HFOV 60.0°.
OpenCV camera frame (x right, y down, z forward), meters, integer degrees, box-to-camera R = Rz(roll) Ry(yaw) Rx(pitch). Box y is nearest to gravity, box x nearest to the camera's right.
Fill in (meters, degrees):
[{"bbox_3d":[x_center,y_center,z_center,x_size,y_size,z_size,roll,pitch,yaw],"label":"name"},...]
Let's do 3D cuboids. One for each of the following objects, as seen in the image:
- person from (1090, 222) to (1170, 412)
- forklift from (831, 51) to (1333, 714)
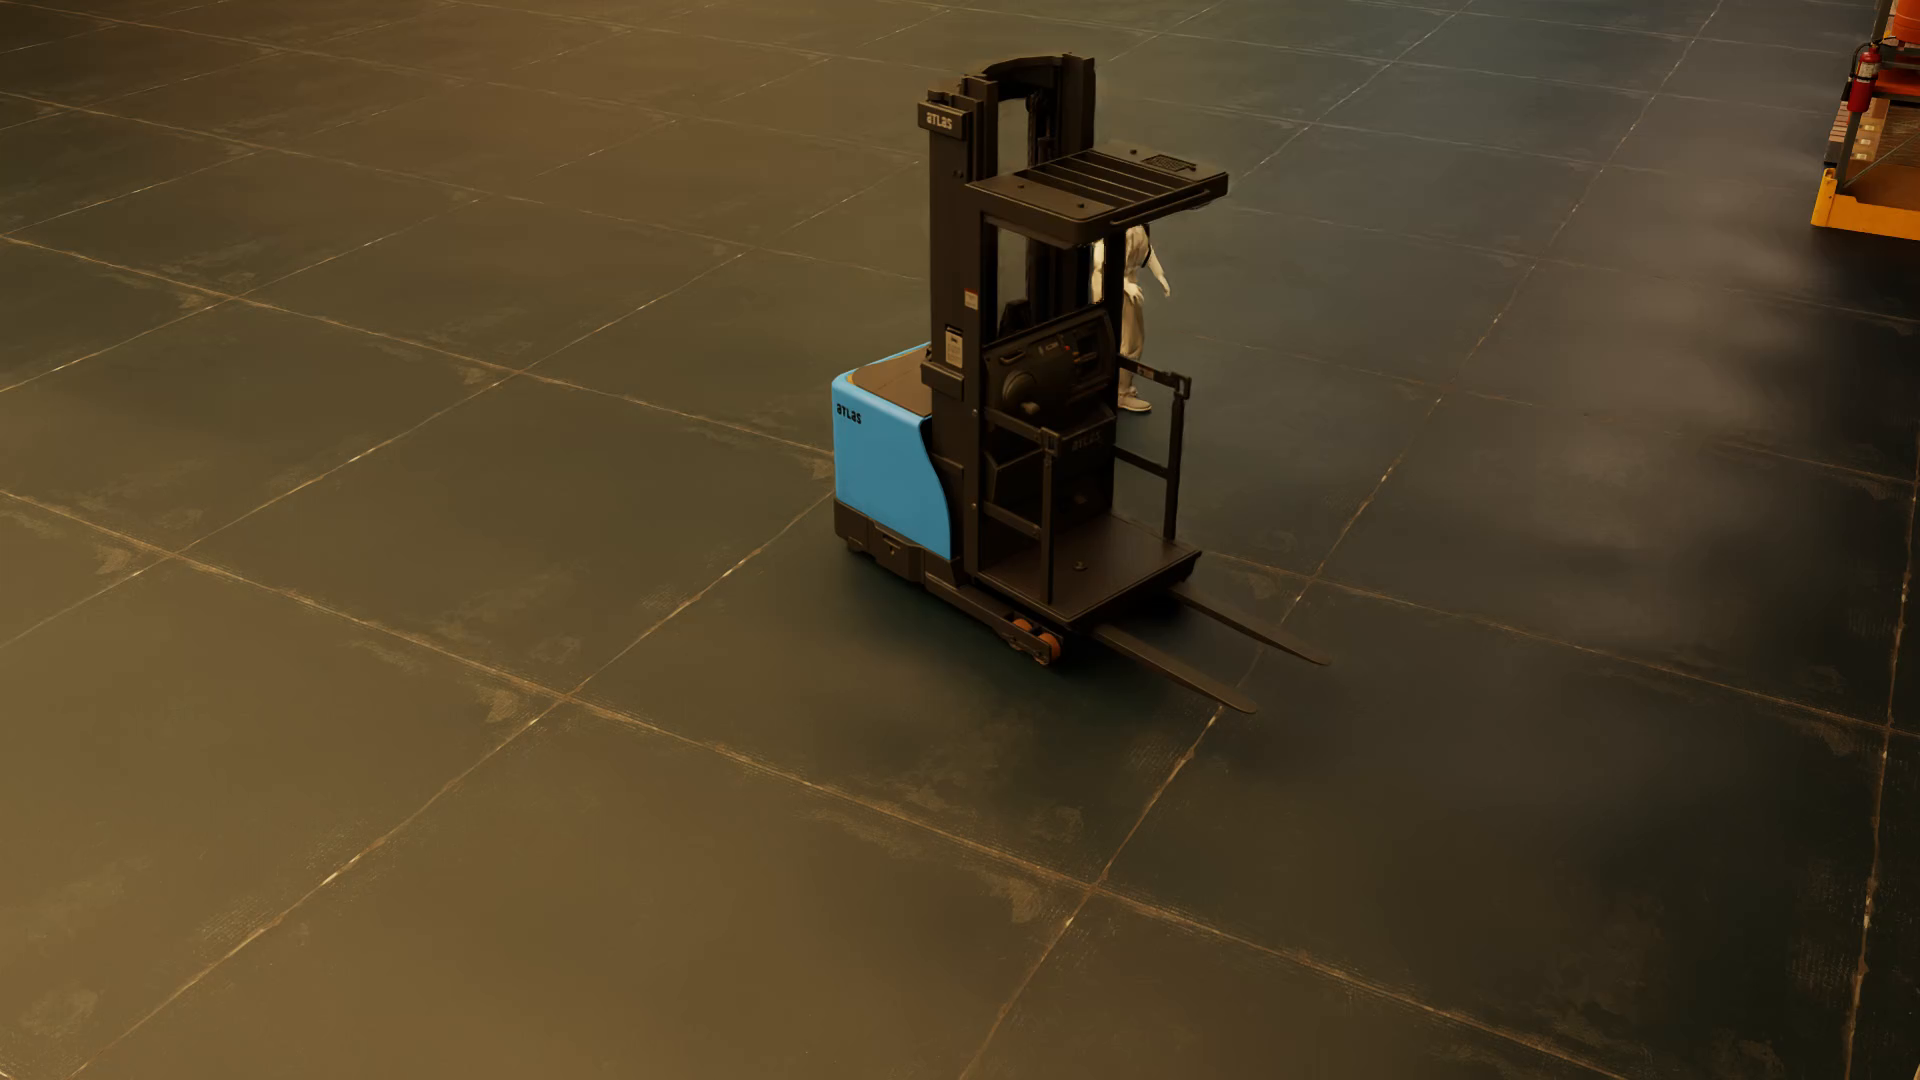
[{"bbox_3d":[1.151,-1.696,11.335,0.482,1.632,0.712,13,33,22],"label":"person"},{"bbox_3d":[0.627,-0.895,8.622,1.130,2.935,3.031,-25,38,-36],"label":"forklift"}]
